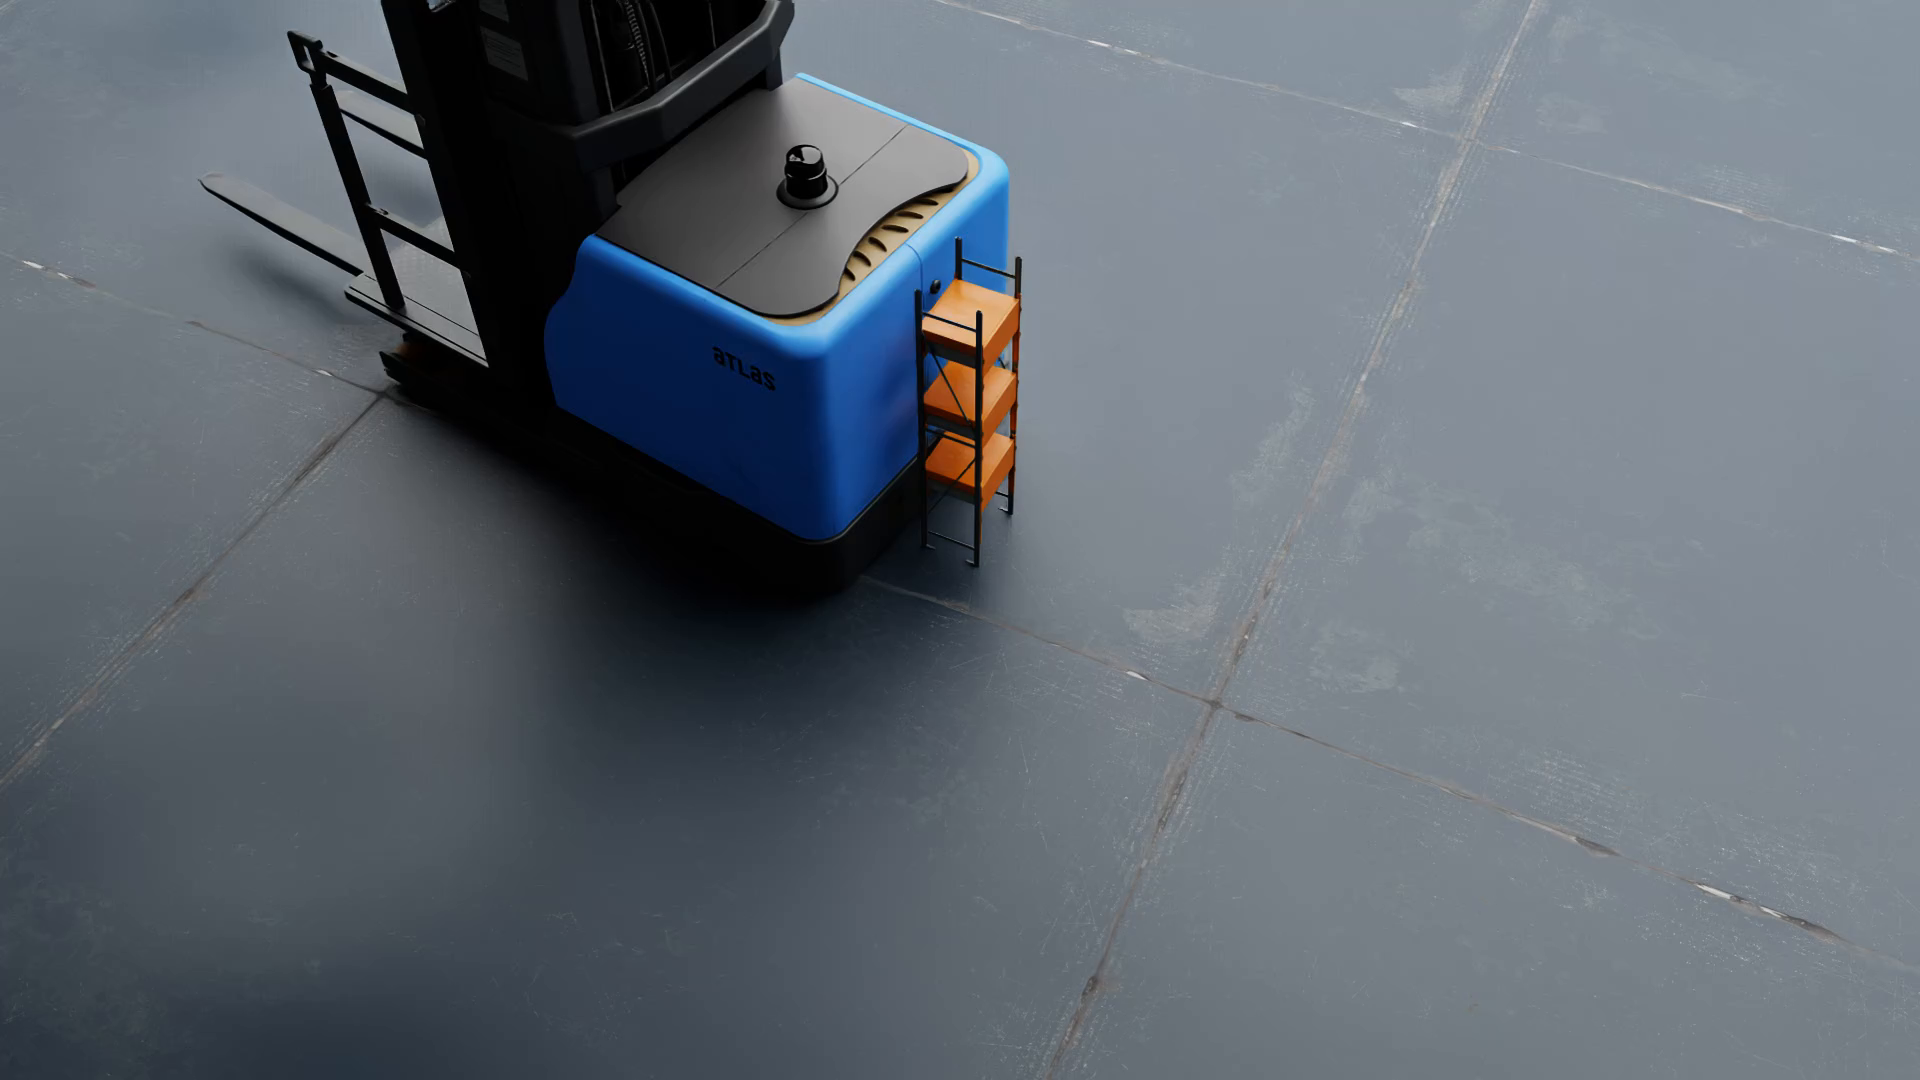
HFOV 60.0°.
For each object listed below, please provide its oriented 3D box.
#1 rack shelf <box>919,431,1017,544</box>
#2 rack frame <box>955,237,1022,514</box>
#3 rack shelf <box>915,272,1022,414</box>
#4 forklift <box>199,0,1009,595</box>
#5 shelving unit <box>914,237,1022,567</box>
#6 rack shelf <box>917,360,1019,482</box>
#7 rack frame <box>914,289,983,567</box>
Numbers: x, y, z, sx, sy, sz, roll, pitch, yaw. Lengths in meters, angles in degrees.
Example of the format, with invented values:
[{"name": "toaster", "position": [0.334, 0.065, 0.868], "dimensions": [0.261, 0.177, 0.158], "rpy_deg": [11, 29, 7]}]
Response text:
[{"name": "rack shelf", "position": [0.025, -0.189, 5.100], "dimensions": [0.215, 0.259, 0.240], "rpy_deg": [21, 53, 17]}, {"name": "rack frame", "position": [0.079, -0.459, 4.951], "dimensions": [0.200, 1.050, 0.008], "rpy_deg": [21, 53, 17]}, {"name": "rack shelf", "position": [0.024, -0.553, 4.672], "dimensions": [0.215, 0.259, 0.240], "rpy_deg": [21, 53, 17]}, {"name": "forklift", "position": [-1.346, -1.684, 4.758], "dimensions": [3.031, 2.935, 1.130], "rpy_deg": [27, 55, 21]}, {"name": "shelving unit", "position": [0.025, -0.376, 4.880], "dimensions": [0.215, 1.050, 0.252], "rpy_deg": [21, 53, 17]}, {"name": "rack shelf", "position": [0.025, -0.369, 4.888], "dimensions": [0.215, 0.259, 0.240], "rpy_deg": [21, 53, 17]}, {"name": "rack frame", "position": [-0.030, -0.293, 4.810], "dimensions": [0.200, 1.050, 0.008], "rpy_deg": [21, 53, 17]}]
